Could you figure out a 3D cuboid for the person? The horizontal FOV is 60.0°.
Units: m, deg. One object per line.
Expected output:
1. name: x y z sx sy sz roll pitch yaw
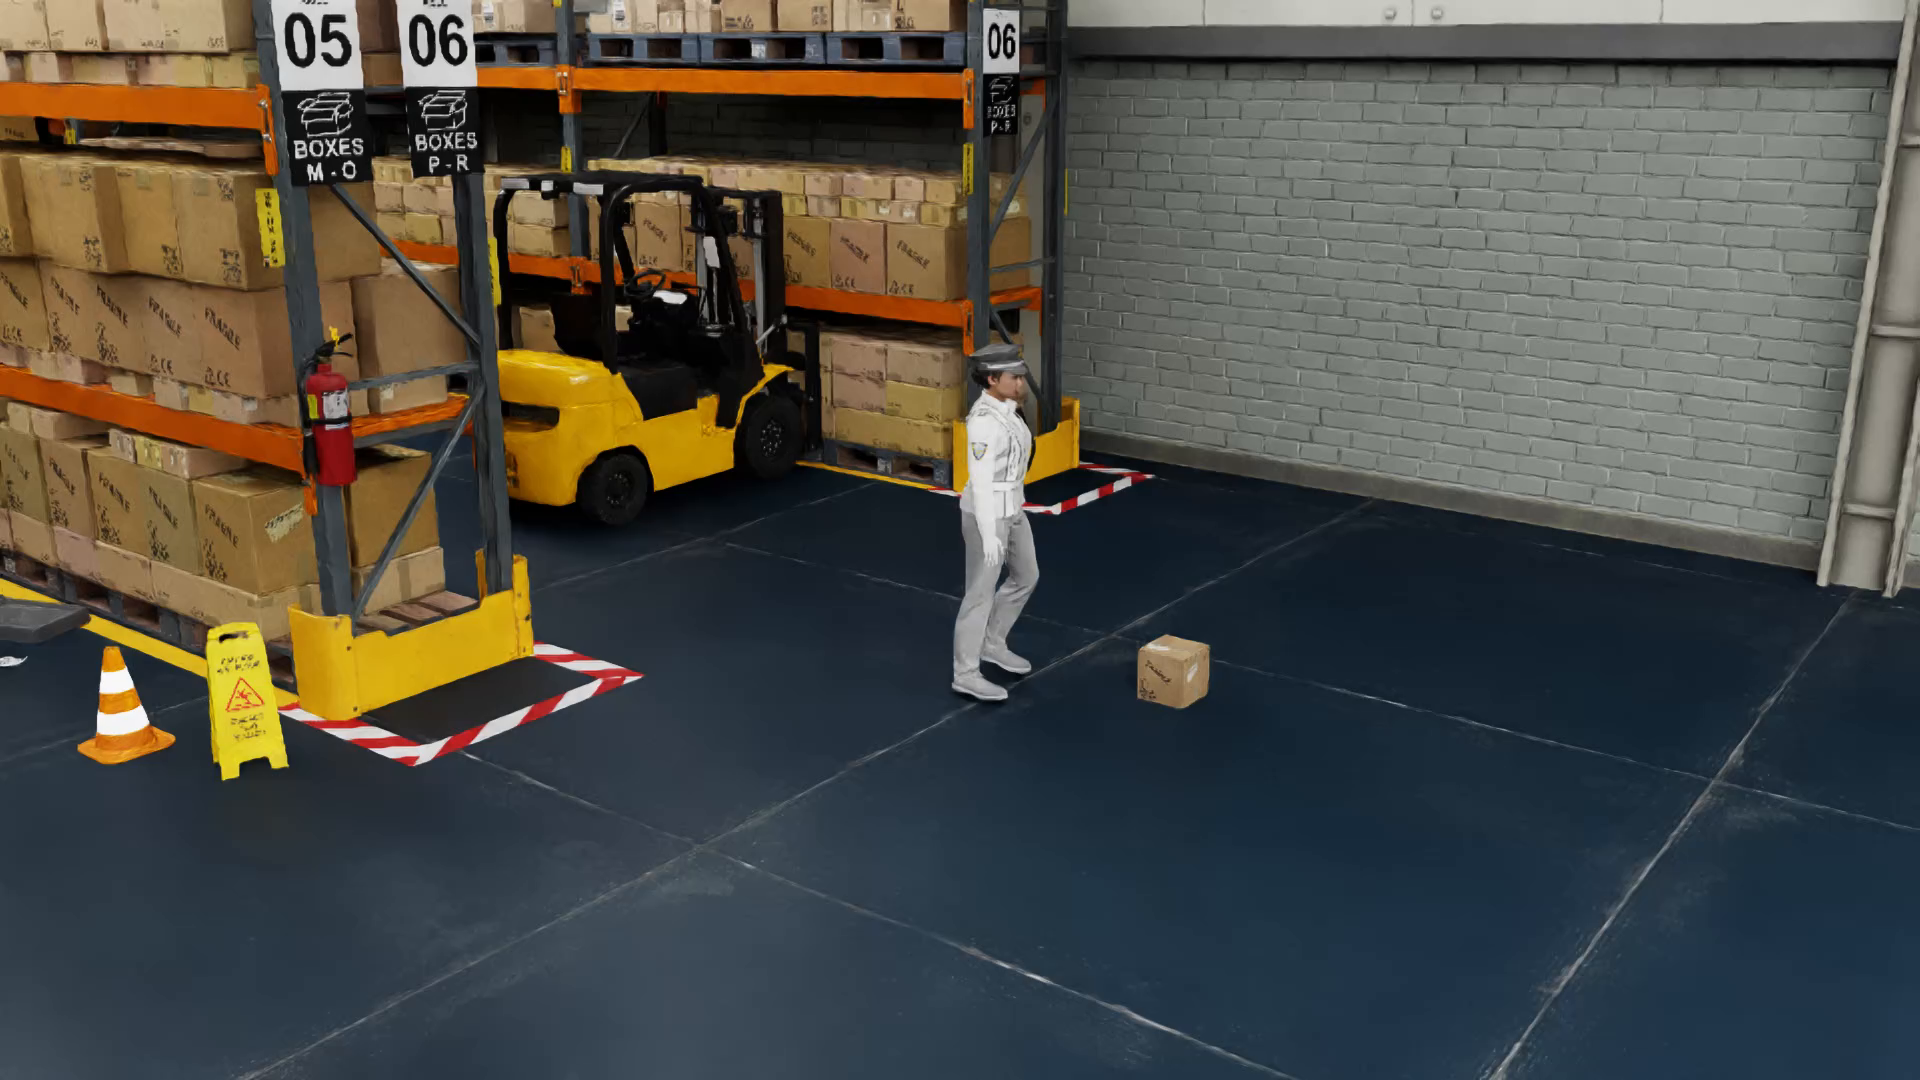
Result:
1. person: 0.157 -0.103 7.789 0.347 1.680 0.562 4 17 13
